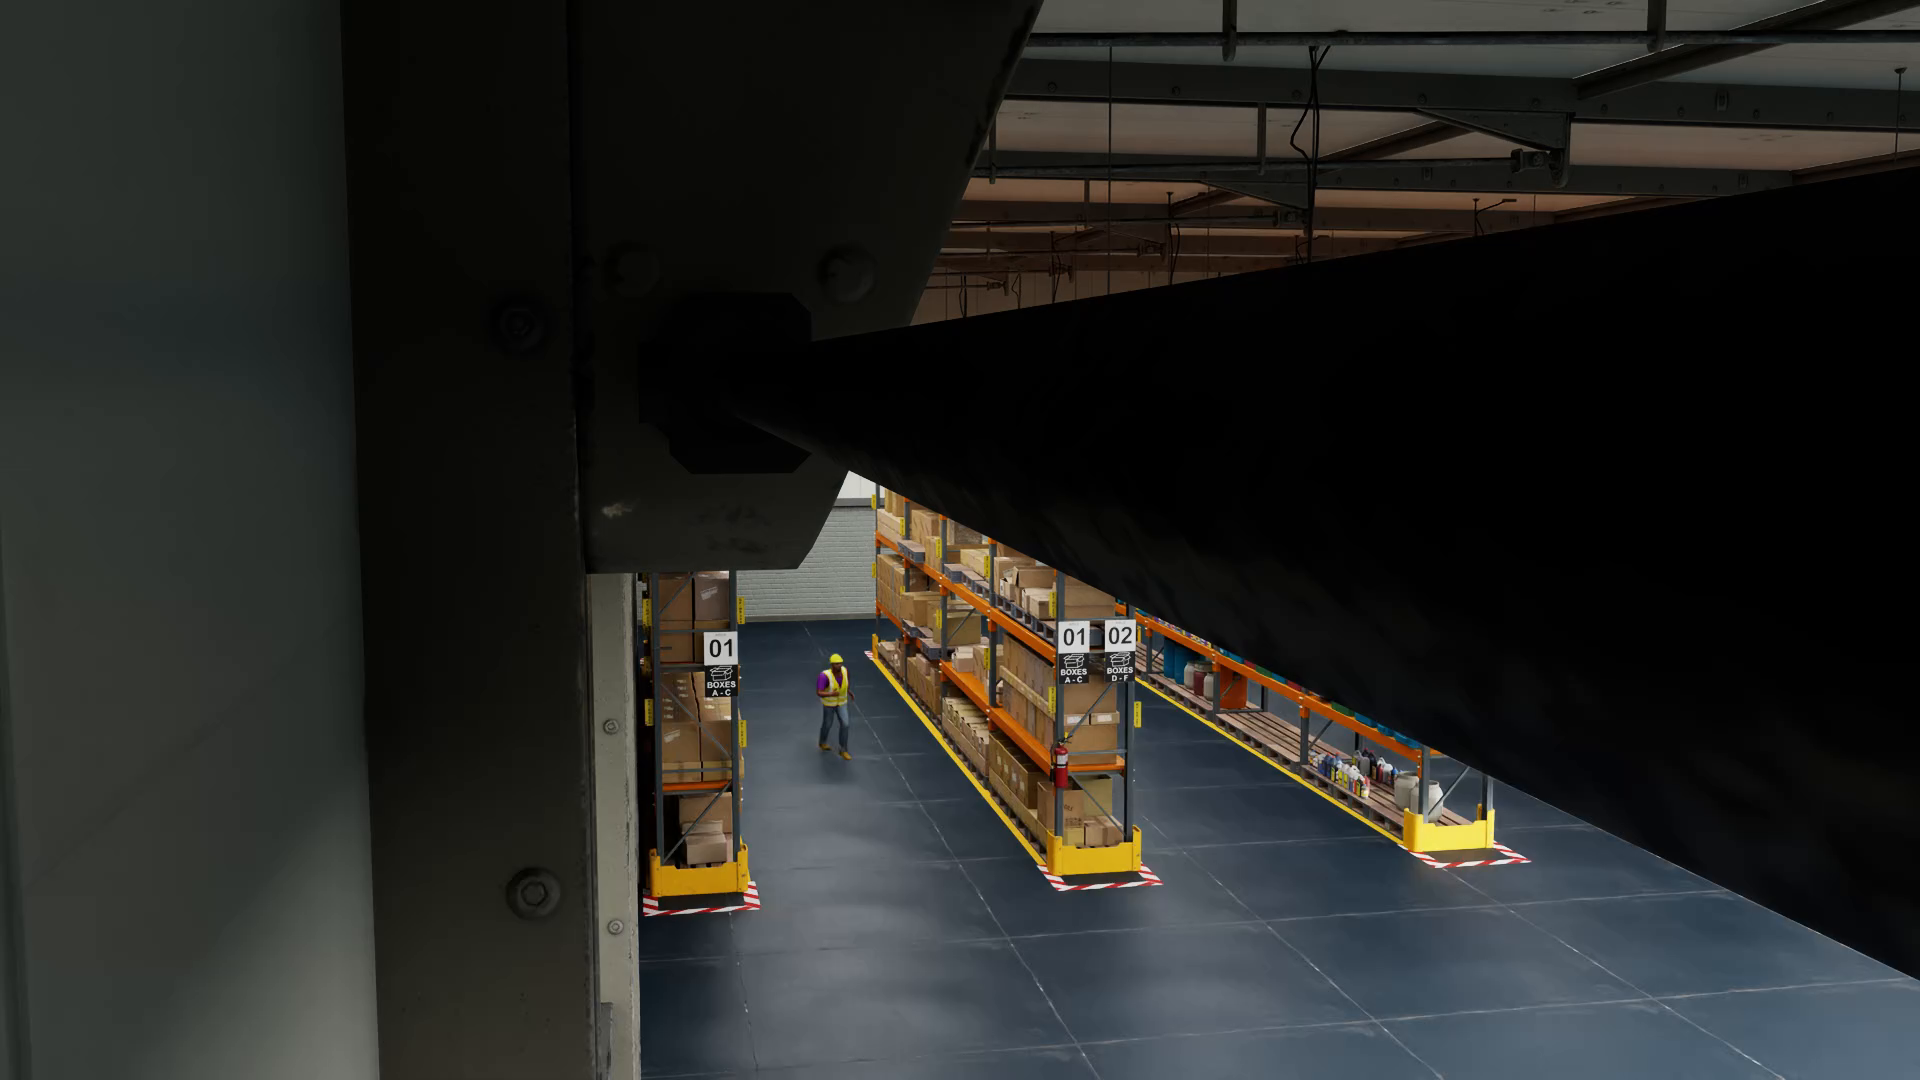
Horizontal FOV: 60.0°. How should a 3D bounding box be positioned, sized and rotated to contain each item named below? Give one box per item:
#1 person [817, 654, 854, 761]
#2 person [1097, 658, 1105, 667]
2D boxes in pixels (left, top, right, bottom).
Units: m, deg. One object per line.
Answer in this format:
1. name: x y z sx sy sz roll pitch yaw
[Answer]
1. person: -2.041 2.688 27.116 0.715 1.736 0.982 -3 6 -23
2. person: 2.897 2.149 32.459 0.699 1.724 0.667 -1 6 -8
